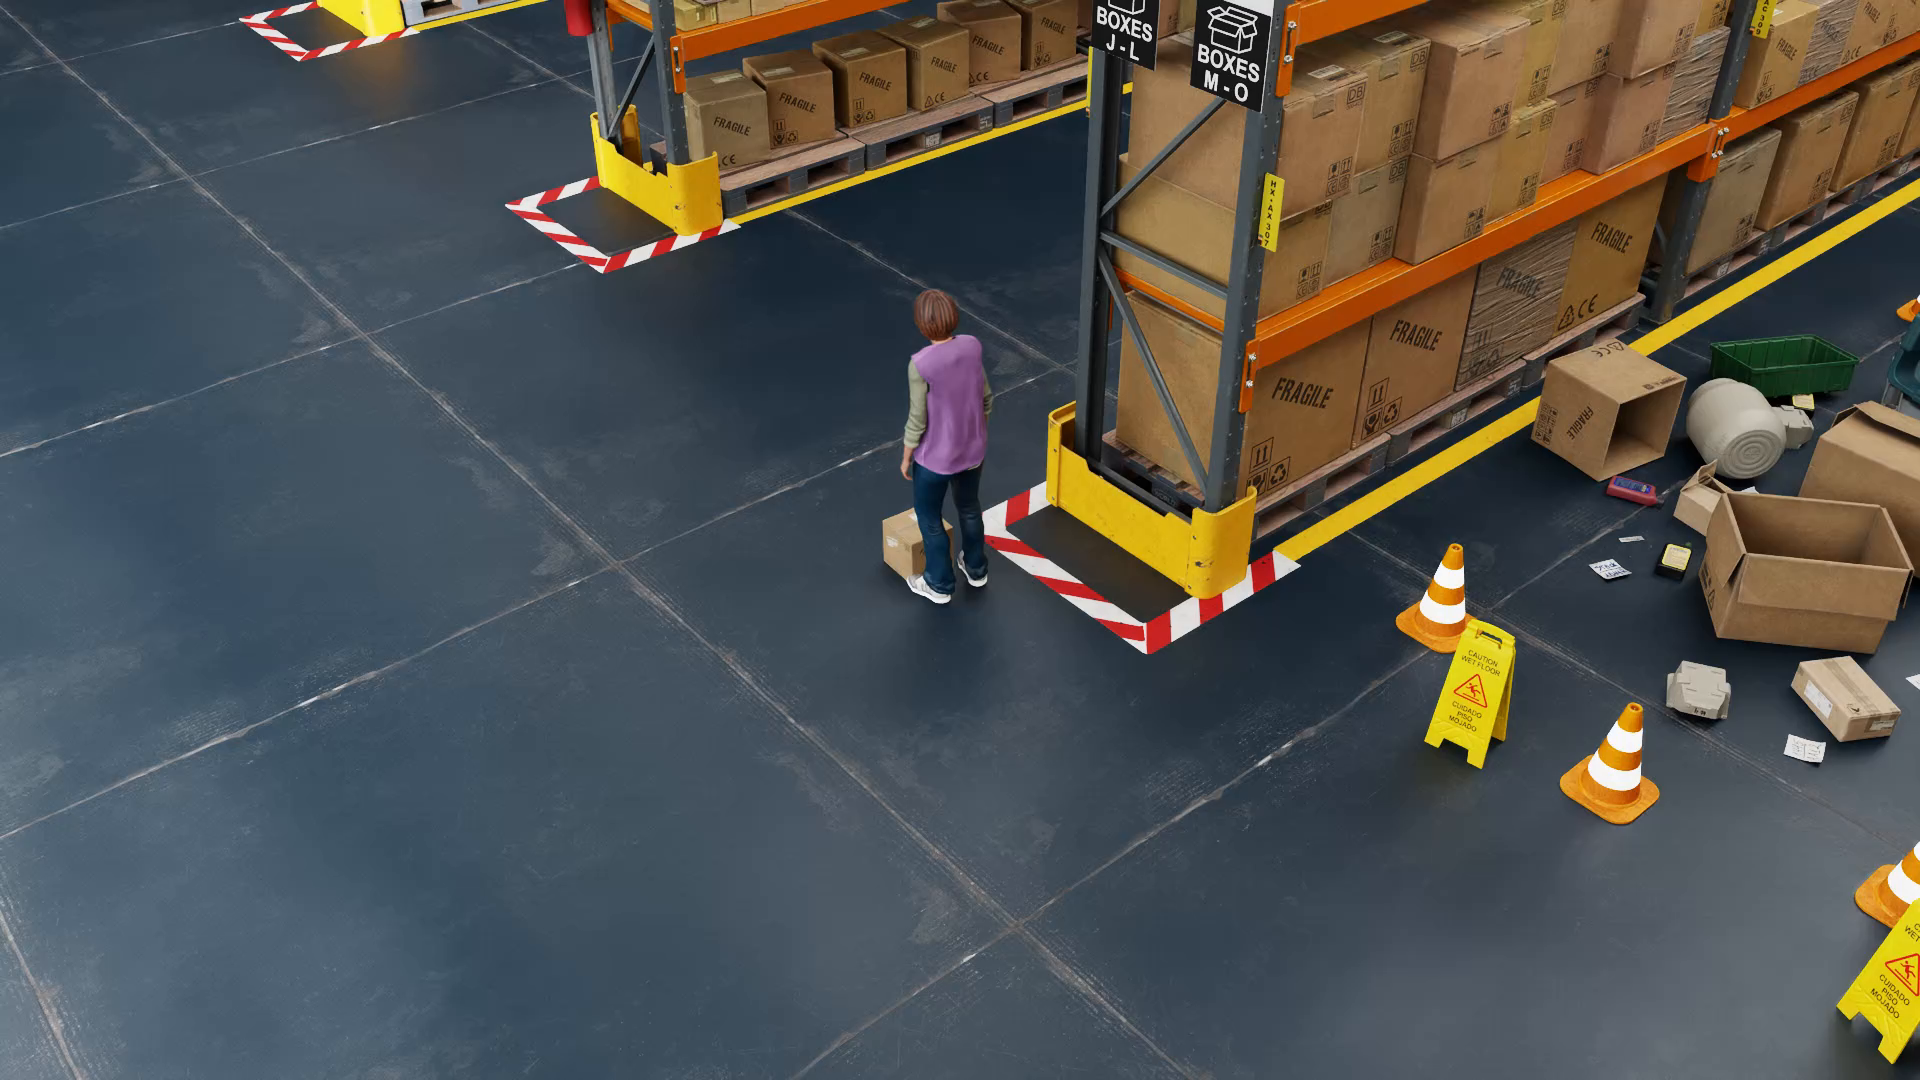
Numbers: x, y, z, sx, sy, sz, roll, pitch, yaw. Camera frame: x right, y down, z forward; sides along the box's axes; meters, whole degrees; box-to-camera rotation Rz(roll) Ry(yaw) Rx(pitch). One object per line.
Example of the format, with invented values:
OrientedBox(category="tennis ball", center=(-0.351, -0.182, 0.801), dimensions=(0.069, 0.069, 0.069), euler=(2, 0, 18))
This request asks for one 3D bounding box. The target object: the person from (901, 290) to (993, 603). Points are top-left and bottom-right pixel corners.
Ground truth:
OrientedBox(category="person", center=(-0.060, -0.407, 7.636), dimensions=(0.463, 1.592, 0.345), euler=(-22, 42, -27))
